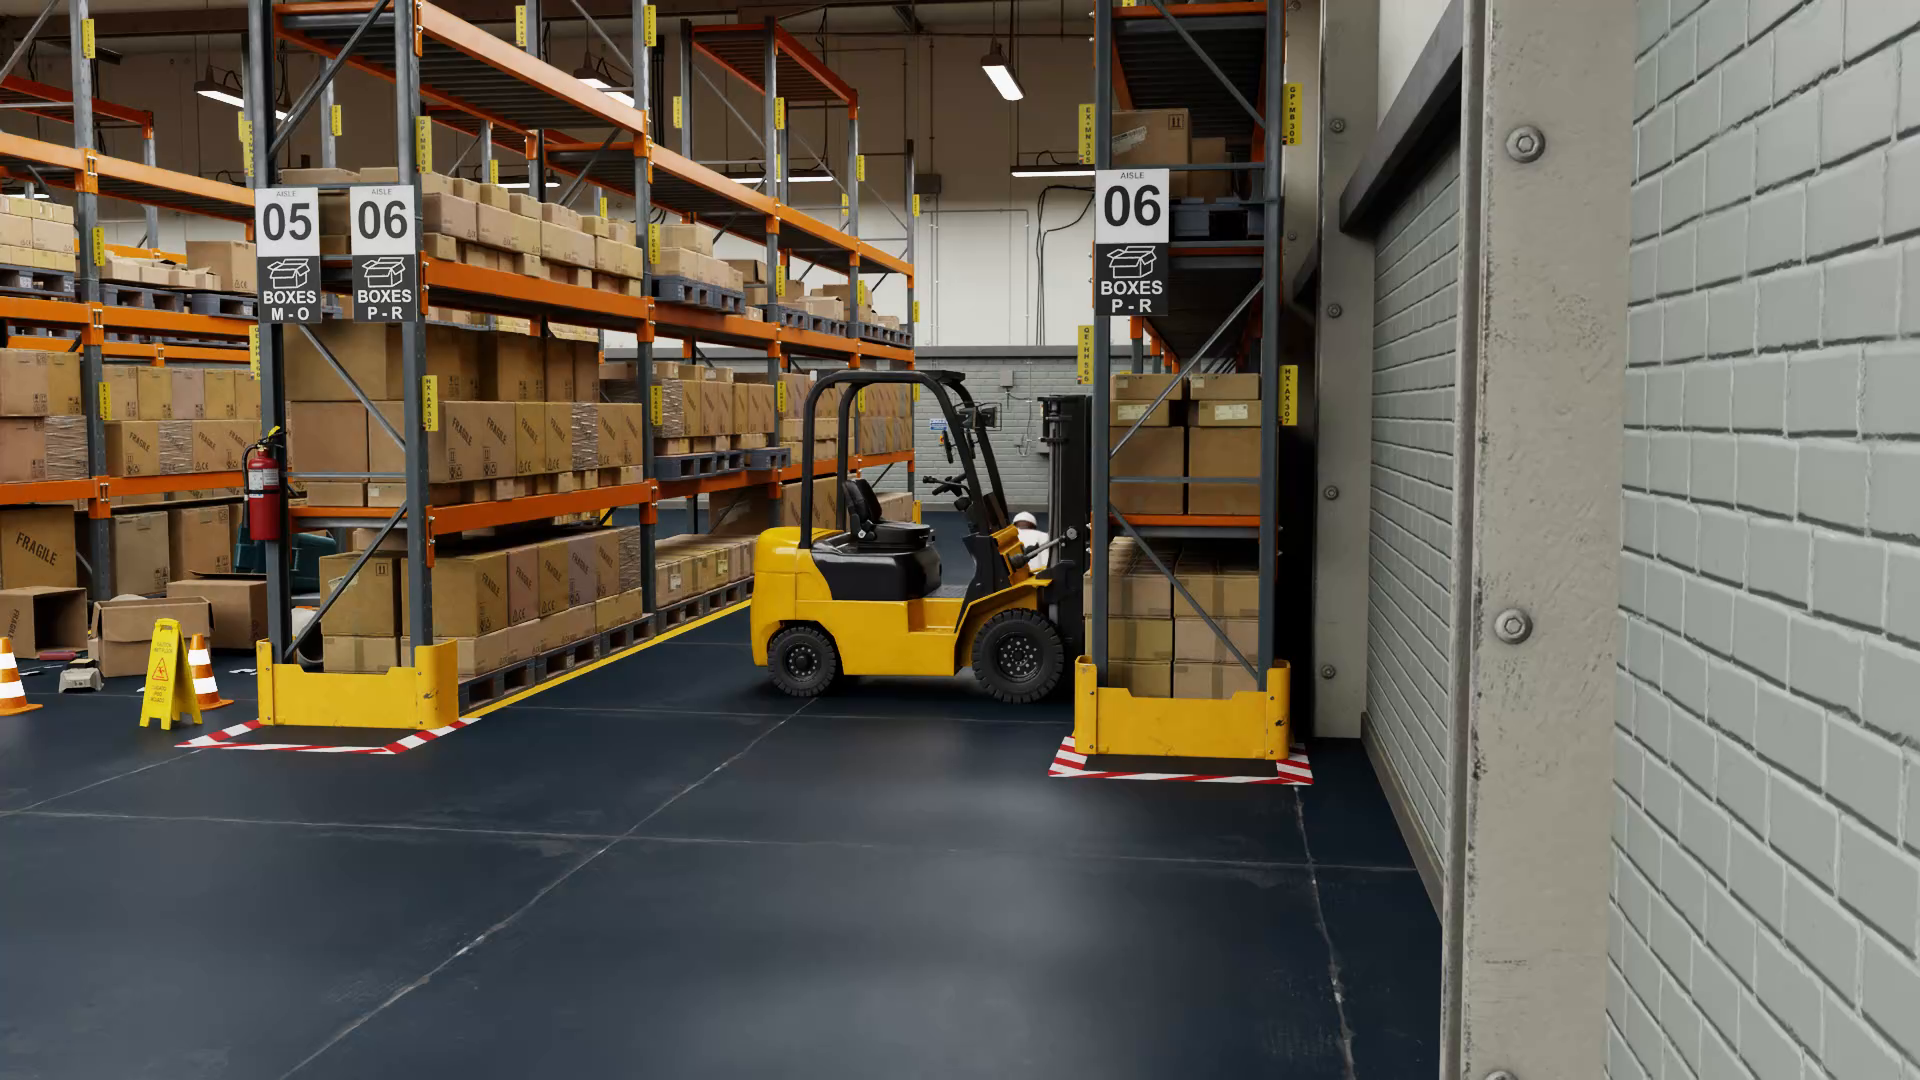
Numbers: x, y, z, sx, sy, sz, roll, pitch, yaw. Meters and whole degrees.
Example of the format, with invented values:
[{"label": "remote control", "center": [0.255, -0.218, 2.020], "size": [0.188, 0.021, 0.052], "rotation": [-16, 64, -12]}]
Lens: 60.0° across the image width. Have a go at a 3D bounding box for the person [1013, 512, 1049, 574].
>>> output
[{"label": "person", "center": [0.583, 0.274, 14.440], "size": [0.527, 1.012, 0.877], "rotation": [1, 4, 8]}]
